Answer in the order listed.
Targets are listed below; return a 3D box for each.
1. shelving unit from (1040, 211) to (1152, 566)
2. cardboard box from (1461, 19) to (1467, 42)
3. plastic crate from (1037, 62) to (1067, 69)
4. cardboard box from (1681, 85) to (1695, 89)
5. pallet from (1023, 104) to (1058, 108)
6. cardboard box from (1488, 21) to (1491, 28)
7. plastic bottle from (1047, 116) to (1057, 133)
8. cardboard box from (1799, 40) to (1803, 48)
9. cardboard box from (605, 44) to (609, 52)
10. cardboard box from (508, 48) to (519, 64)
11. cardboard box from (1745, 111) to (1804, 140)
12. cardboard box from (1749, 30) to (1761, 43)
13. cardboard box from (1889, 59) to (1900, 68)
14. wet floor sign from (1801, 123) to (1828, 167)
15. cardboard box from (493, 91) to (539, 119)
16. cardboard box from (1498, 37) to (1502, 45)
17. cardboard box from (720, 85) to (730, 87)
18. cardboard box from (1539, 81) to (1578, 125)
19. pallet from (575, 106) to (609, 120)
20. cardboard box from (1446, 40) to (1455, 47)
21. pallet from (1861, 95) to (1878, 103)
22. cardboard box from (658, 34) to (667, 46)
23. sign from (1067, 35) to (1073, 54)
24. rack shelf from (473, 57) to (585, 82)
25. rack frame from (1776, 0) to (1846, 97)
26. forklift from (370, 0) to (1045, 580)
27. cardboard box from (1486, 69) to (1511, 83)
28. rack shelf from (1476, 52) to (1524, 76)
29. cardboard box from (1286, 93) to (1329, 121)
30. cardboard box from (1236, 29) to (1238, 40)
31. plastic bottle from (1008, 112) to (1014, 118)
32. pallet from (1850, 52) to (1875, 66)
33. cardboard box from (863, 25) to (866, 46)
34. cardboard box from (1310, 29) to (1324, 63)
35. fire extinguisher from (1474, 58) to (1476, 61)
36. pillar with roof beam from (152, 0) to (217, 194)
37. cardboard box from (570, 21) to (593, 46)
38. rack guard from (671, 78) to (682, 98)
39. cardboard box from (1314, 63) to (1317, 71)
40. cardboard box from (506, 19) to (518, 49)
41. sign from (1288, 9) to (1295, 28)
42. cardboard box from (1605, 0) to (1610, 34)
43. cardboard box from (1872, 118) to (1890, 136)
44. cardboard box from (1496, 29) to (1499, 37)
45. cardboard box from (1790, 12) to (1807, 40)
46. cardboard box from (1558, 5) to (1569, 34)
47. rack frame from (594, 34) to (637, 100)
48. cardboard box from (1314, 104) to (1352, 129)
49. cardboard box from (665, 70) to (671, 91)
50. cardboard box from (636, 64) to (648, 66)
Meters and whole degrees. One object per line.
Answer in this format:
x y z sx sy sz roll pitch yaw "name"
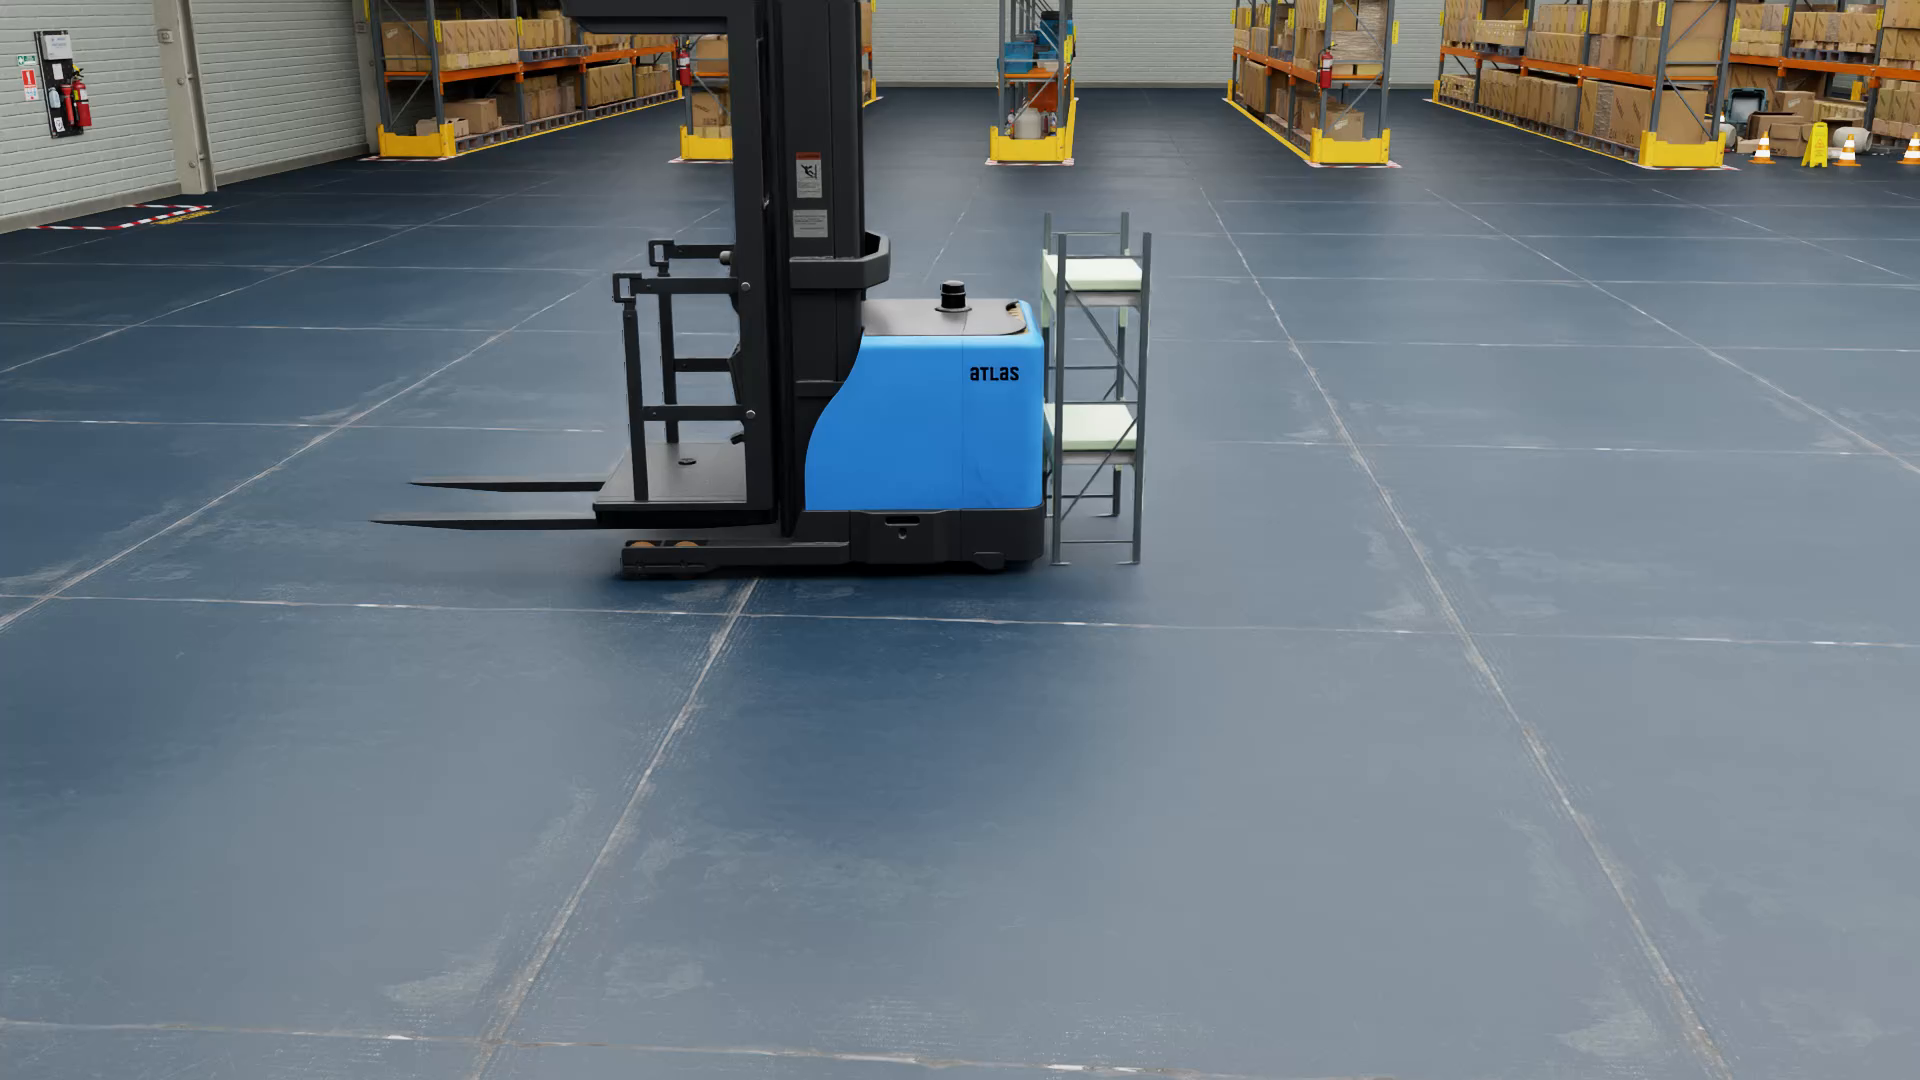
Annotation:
0.607 -0.716 7.700 0.431 1.500 0.755 -1 18 -2 "shelving unit"
11.675 -11.540 37.685 0.500 0.500 0.500 1 18 4 "cardboard box"
1.529 -8.011 27.978 0.530 0.136 0.437 1 18 4 "plastic crate"
17.007 -10.252 37.834 0.875 0.438 0.875 1 18 2 "cardboard box"
1.785 -9.187 35.623 1.003 0.211 1.213 1 18 4 "pallet"
11.287 -10.806 34.858 0.380 0.149 0.250 1 18 3 "cardboard box"
1.582 -7.145 28.577 0.152 0.276 0.135 2 18 5 "plastic bottle"
16.242 -9.453 31.685 0.380 0.149 0.250 0 18 1 "cardboard box"
-7.822 -10.655 35.995 0.380 0.149 0.250 2 18 6 "cardboard box"
-8.220 -8.652 29.719 0.500 0.250 0.500 1 18 4 "cardboard box"
13.590 -6.843 27.782 0.797 0.637 0.503 1 18 4 "cardboard box"
16.335 -10.198 33.667 0.500 0.250 0.500 1 18 2 "cardboard box"
15.909 -8.025 28.001 0.380 0.149 0.250 2 18 6 "cardboard box"
12.959 -5.980 25.135 0.267 0.644 0.232 -2 18 -6 "wet floor sign"
-8.465 -8.279 31.681 0.700 0.500 0.500 1 18 3 "cardboard box"
11.214 -10.198 33.957 0.380 0.149 0.250 0 18 1 "cardboard box"
-3.921 -7.715 29.188 0.500 0.500 0.500 1 18 4 "cardboard box"
11.301 -8.019 30.516 1.050 0.750 0.750 1 18 4 "cardboard box"
-8.070 -9.028 35.136 1.003 0.211 1.213 1 18 4 "pallet"
11.734 -11.746 39.356 0.380 0.149 0.250 1 18 2 "cardboard box"
21.967 -10.336 39.127 1.003 0.211 1.213 1 18 4 "pallet"
-7.696 -12.352 40.322 0.980 0.700 0.700 1 18 3 "cardboard box"
1.941 -8.762 29.403 0.100 0.325 0.005 1 18 4 "sign"
-8.345 -9.147 32.176 1.077 0.370 4.000 1 18 4 "rack shelf"
16.504 -9.557 32.272 1.000 3.000 0.127 1 18 4 "rack frame"
-1.147 -1.384 7.439 3.031 2.935 1.130 0 18 -1 "forklift"
11.494 -9.858 35.325 0.500 0.250 0.500 2 18 5 "cardboard box"
11.703 -9.915 34.522 1.077 0.370 4.000 1 18 4 "rack shelf"
6.491 -8.069 31.039 0.700 0.500 0.500 0 18 -1 "cardboard box"
6.859 -12.028 39.578 0.500 0.250 0.500 1 18 3 "cardboard box"
0.864 -7.107 28.343 0.144 0.351 0.185 2 18 6 "plastic bottle"
16.418 -8.458 29.226 1.003 0.211 1.213 1 18 4 "pallet"
-2.523 -12.072 39.786 0.500 0.500 0.500 1 18 4 "cardboard box"
6.029 -7.811 26.305 0.875 0.500 0.500 1 18 4 "cardboard box"
12.612 -11.975 40.374 0.296 0.674 0.183 1 18 4 "fire extinguisher"
-5.724 -8.753 20.185 9.100 9.000 0.400 1 18 4 "pillar with roof beam"
-7.912 -10.454 34.338 0.500 0.500 0.500 2 18 6 "cardboard box"
-7.627 -11.414 41.955 1.175 0.500 0.348 1 18 4 "rack guard"
5.934 -7.656 26.874 0.380 0.149 0.250 1 18 4 "cardboard box"
-8.214 -9.009 29.603 0.500 0.500 0.500 1 18 4 "cardboard box"
5.779 -9.097 29.010 0.100 0.325 0.005 1 18 4 "sign"
11.289 -8.691 27.654 0.875 0.550 0.550 1 18 4 "cardboard box"
15.906 -7.030 28.303 0.500 0.250 0.500 0 18 1 "cardboard box"
11.231 -10.422 34.163 0.380 0.149 0.250 2 18 5 "cardboard box"
16.241 -9.811 31.734 0.500 0.500 0.500 1 18 2 "cardboard box"
11.412 -9.544 30.467 0.700 0.500 0.500 1 18 3 "cardboard box"
-7.915 -11.352 37.751 1.000 3.000 0.127 1 18 4 "rack frame"
6.265 -7.052 27.966 0.500 0.500 0.500 0 18 -1 "cardboard box"
-7.579 -11.387 41.196 0.700 0.500 0.500 1 18 4 "cardboard box"
-7.823 -11.503 40.510 0.380 0.149 0.250 1 18 4 "cardboard box"
